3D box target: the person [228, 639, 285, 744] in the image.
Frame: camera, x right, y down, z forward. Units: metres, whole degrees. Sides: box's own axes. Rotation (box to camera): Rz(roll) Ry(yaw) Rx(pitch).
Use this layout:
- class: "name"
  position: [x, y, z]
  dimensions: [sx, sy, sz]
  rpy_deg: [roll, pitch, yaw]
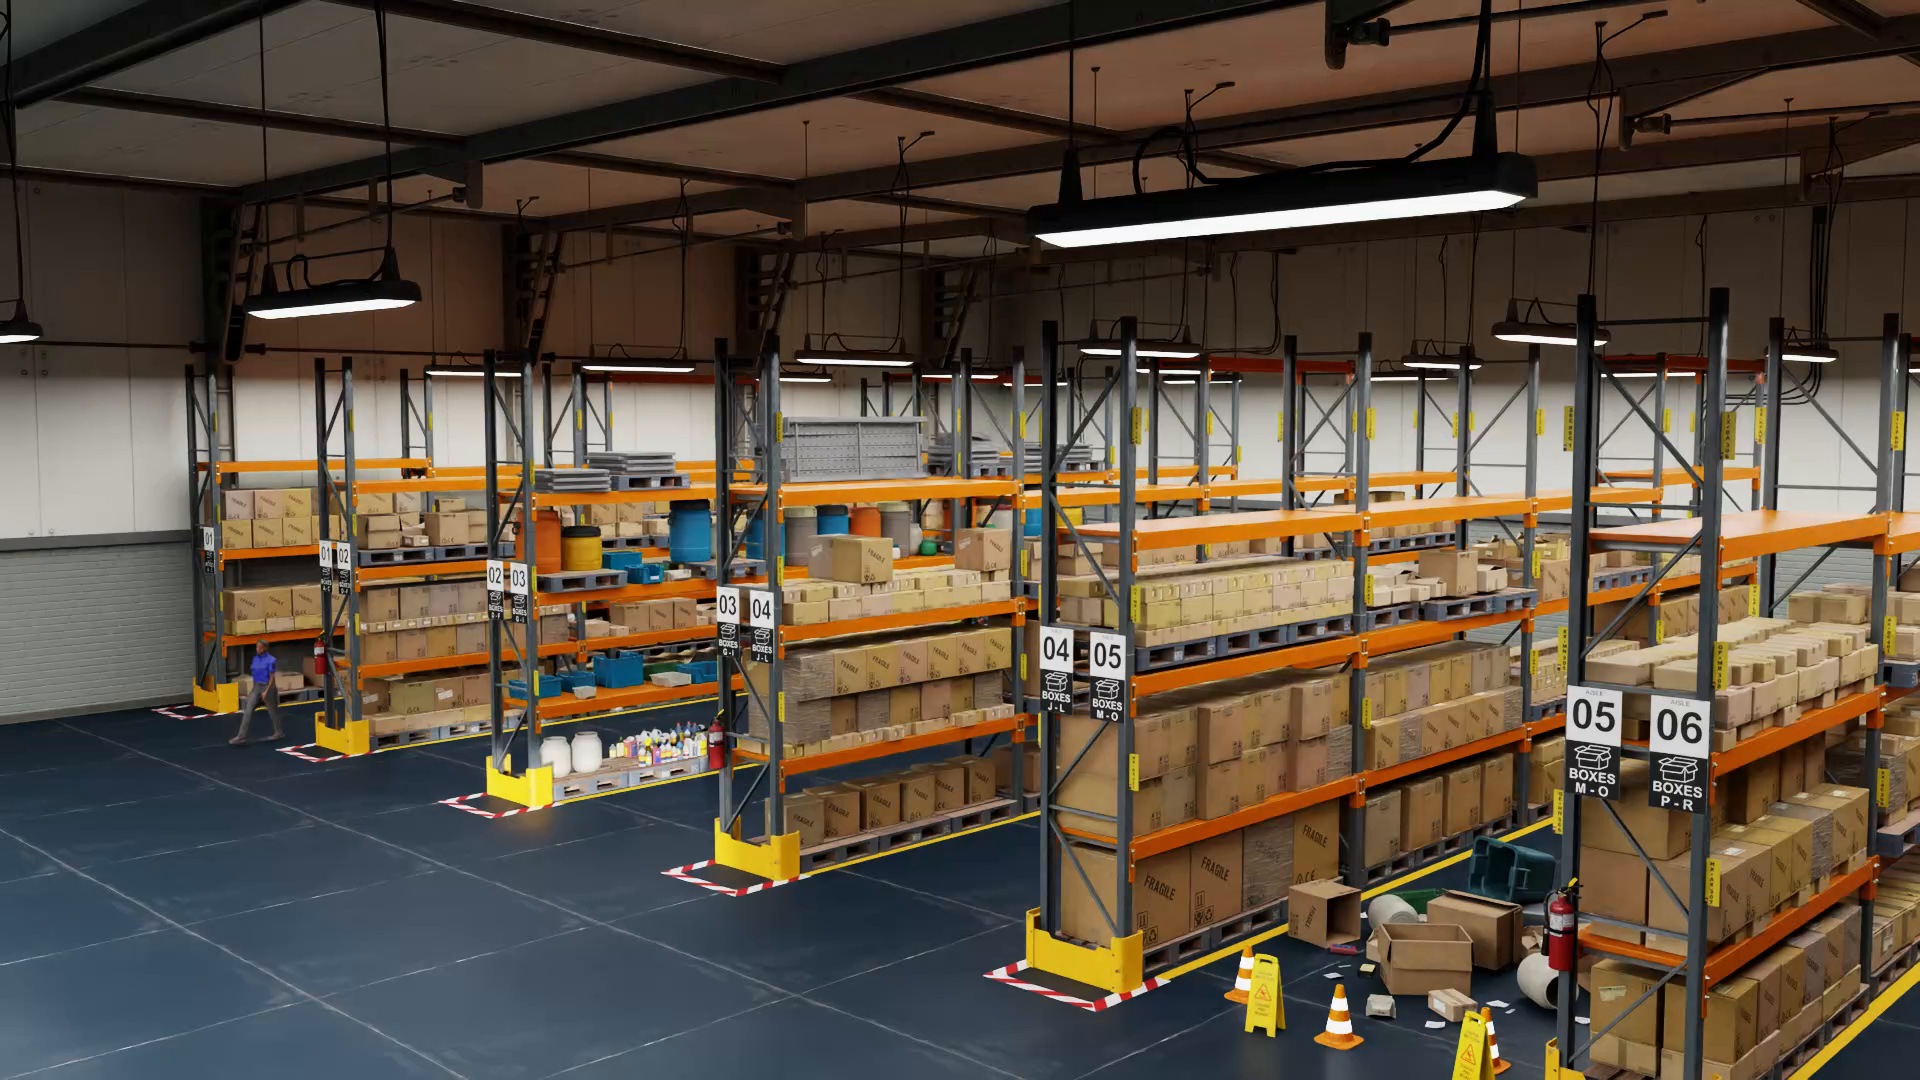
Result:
- class: "person"
  position: [-10.954, 2.356, 25.949]
  dimensions: [0.508, 1.616, 0.909]
  rpy_deg: [1, 5, 14]

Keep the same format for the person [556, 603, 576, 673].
- class: "person"
  position: [-7.453, 1.958, 31.124]
  dimensions: [0.462, 1.687, 0.690]
  rpy_deg: [2, 5, 23]
